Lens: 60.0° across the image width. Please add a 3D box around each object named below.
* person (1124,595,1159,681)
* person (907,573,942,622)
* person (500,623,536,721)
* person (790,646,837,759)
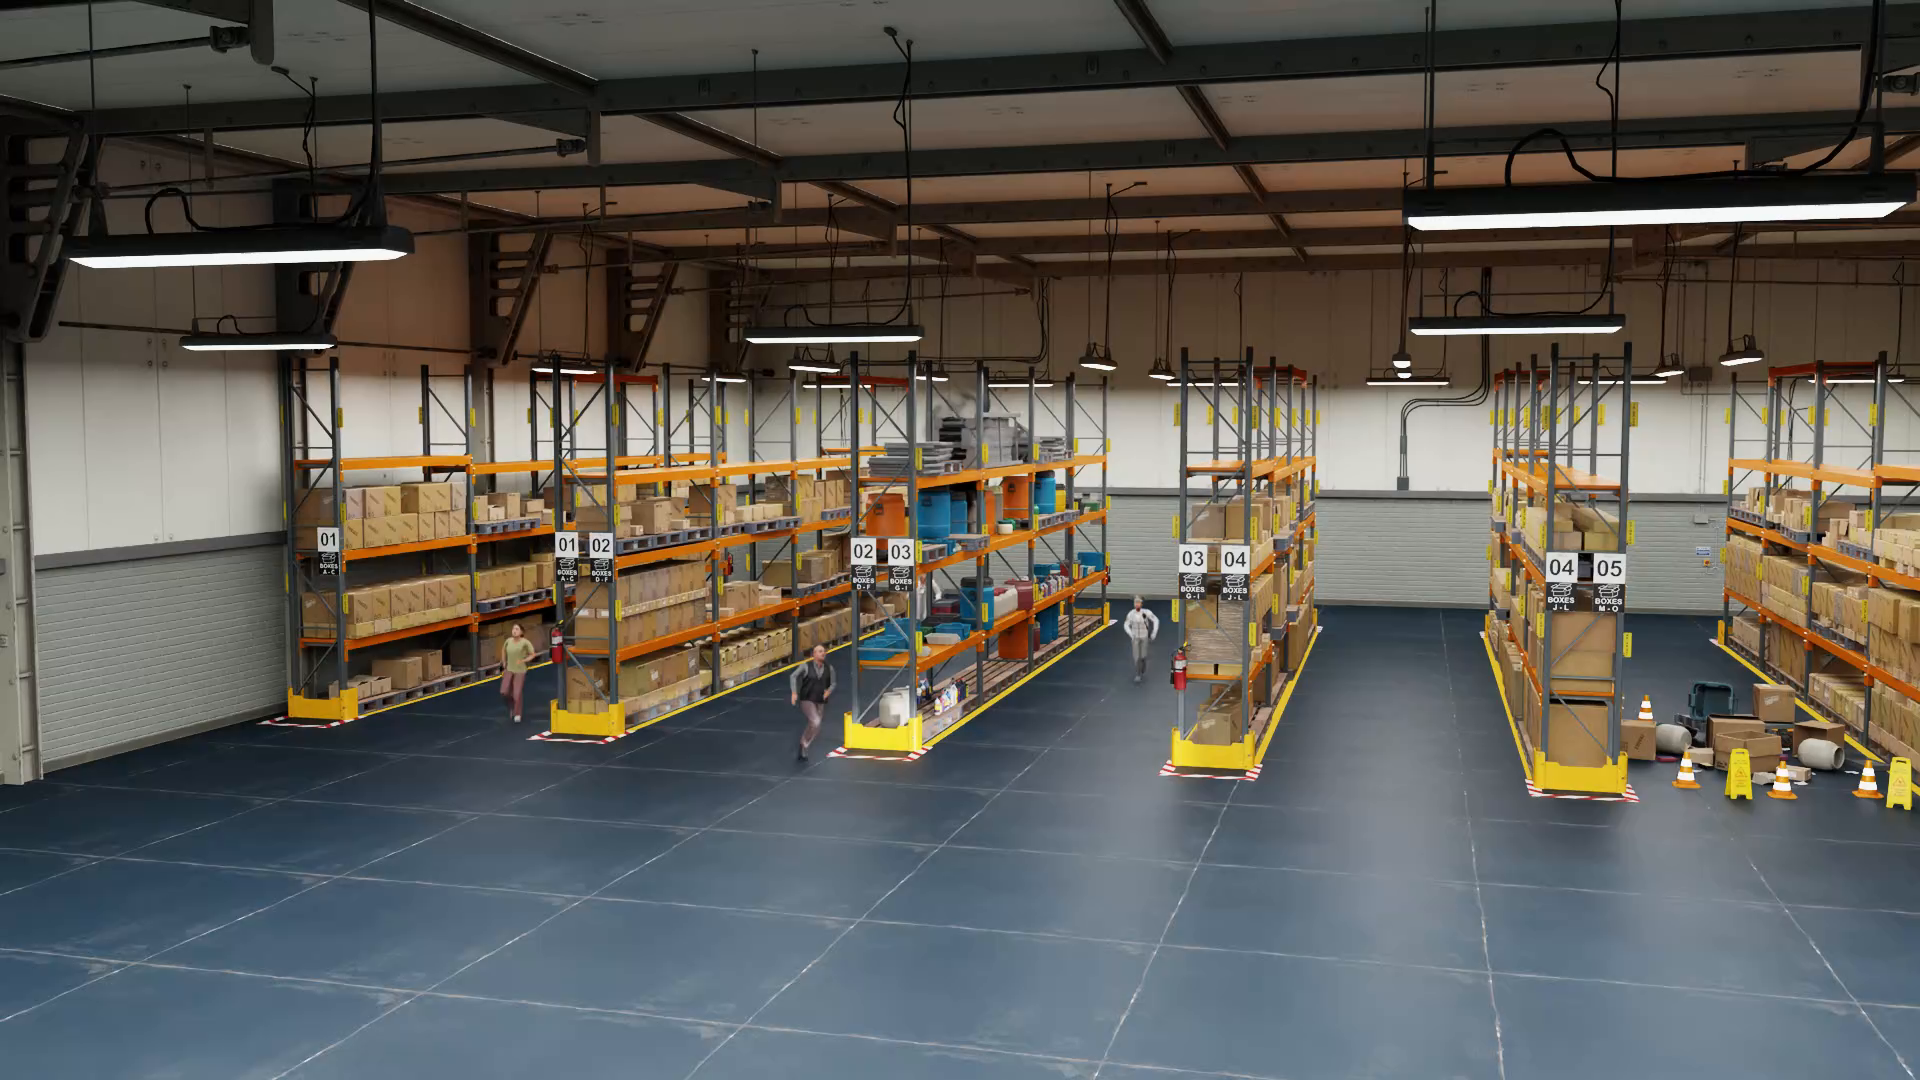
[{"bbox_3d":[3.421,1.869,31.550,0.642,1.660,0.601,1,4,15],"label":"person"},{"bbox_3d":[-0.773,1.525,35.386,0.736,1.787,0.898,1,4,8],"label":"person"},{"bbox_3d":[-7.300,2.175,27.363,0.623,1.631,0.502,1,4,10],"label":"person"},{"bbox_3d":[-2.089,2.377,24.262,0.652,1.654,0.637,-2,5,-28],"label":"person"}]
